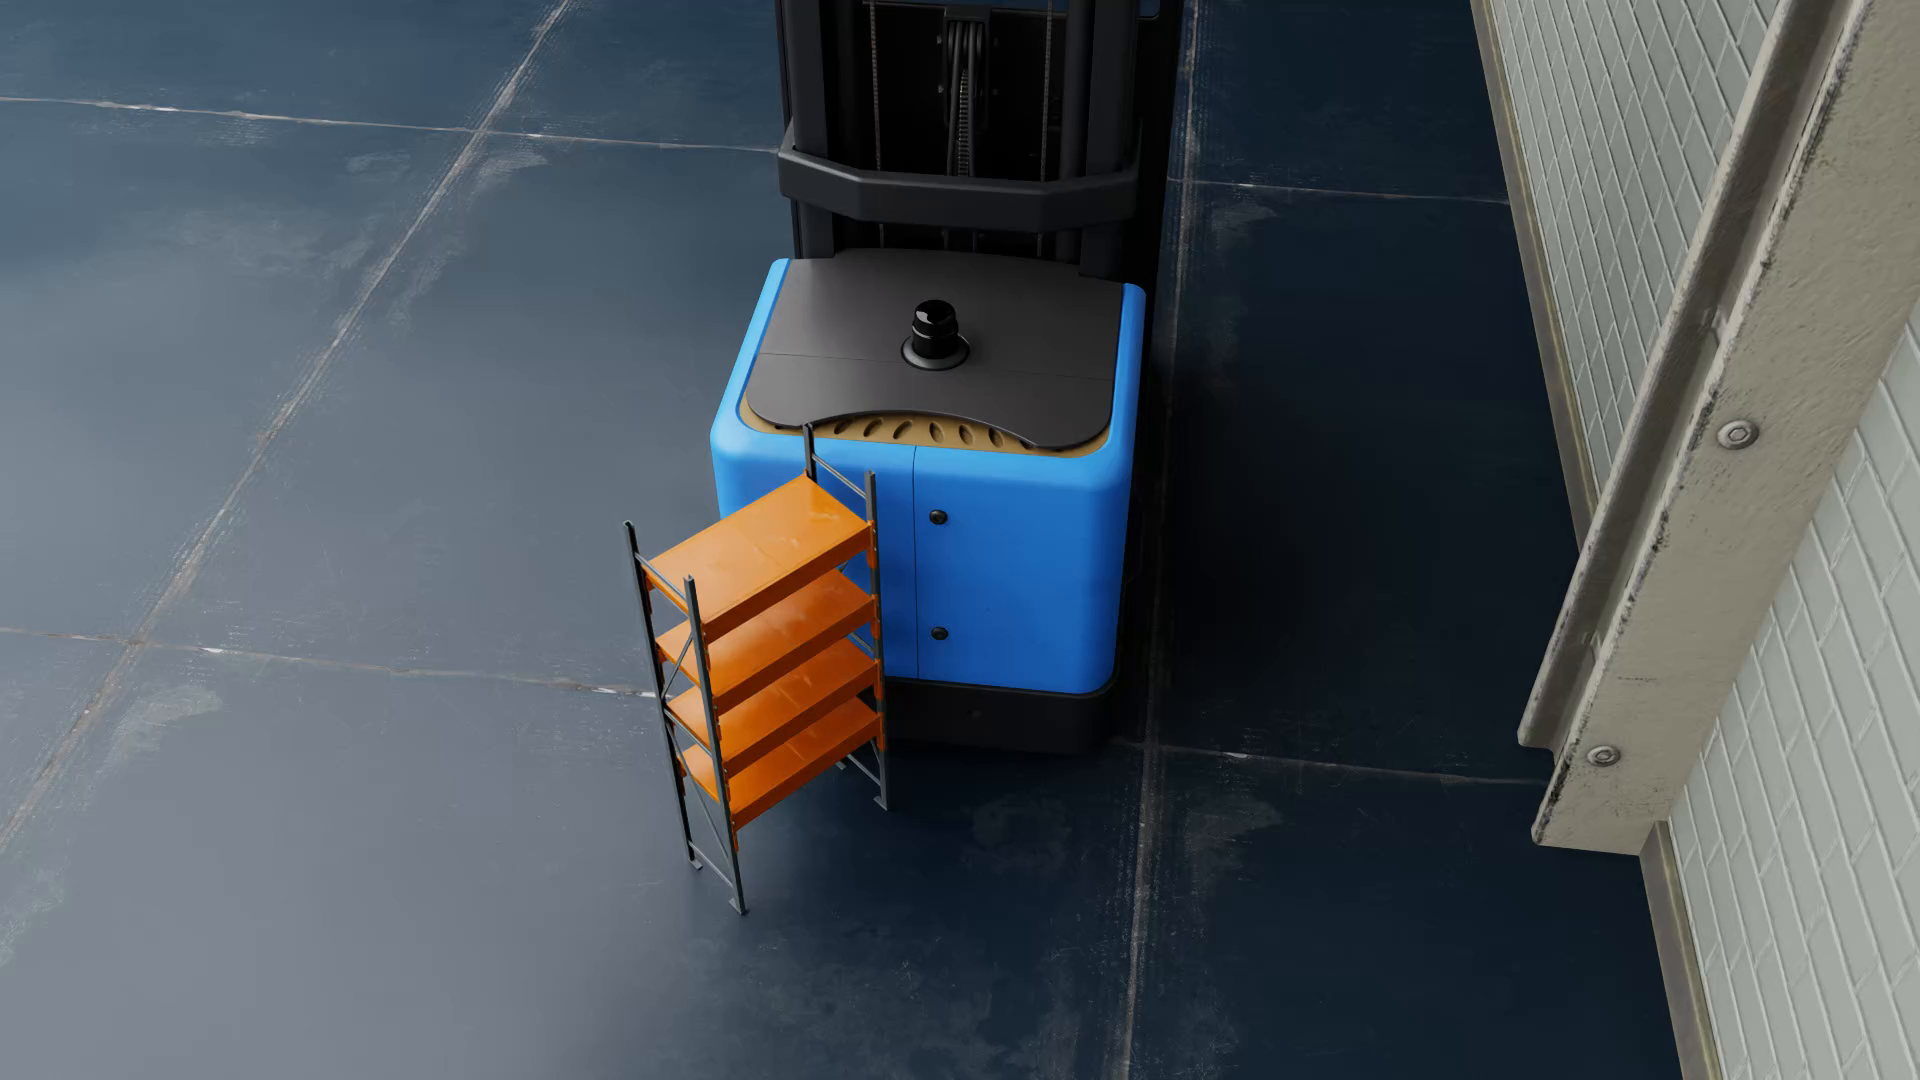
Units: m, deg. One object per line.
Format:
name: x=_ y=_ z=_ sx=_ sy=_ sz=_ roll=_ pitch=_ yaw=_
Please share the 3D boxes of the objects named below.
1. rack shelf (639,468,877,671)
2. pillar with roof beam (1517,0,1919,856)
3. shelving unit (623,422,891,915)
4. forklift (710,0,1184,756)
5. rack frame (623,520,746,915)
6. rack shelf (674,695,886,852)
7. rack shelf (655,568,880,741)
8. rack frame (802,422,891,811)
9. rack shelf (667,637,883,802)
rack shelf: x=-0.453 y=0.058 z=3.744 sx=0.480 sy=0.148 sz=0.258 roll=-32 pitch=52 yaw=-29
pillar with roof beam: x=-2.570 y=-2.976 z=1.848 sx=9.100 sy=9.000 sz=0.400 roll=5 pitch=44 yaw=6
shelving unit: x=-0.453 y=0.344 z=4.014 sx=0.503 sy=1.200 sz=0.258 roll=-32 pitch=52 yaw=-29
forklift: x=0.079 y=-1.494 z=4.696 sx=1.130 sy=2.935 sz=3.031 roll=5 pitch=44 yaw=5
rack frame: x=-0.633 y=0.457 z=3.895 sx=0.015 sy=1.200 sz=0.240 roll=-32 pitch=52 yaw=-29
rack shelf: x=-0.453 y=0.537 z=4.197 sx=0.480 sy=0.148 sz=0.258 roll=-32 pitch=52 yaw=-29
rack shelf: x=-0.453 y=0.230 z=3.907 sx=0.480 sy=0.148 sz=0.258 roll=-32 pitch=52 yaw=-29
rack frame: x=-0.272 y=0.231 z=4.134 sx=0.015 sy=1.200 sz=0.240 roll=-32 pitch=52 yaw=-29
rack shelf: x=-0.453 y=0.393 z=4.061 sx=0.480 sy=0.148 sz=0.258 roll=-32 pitch=52 yaw=-29
